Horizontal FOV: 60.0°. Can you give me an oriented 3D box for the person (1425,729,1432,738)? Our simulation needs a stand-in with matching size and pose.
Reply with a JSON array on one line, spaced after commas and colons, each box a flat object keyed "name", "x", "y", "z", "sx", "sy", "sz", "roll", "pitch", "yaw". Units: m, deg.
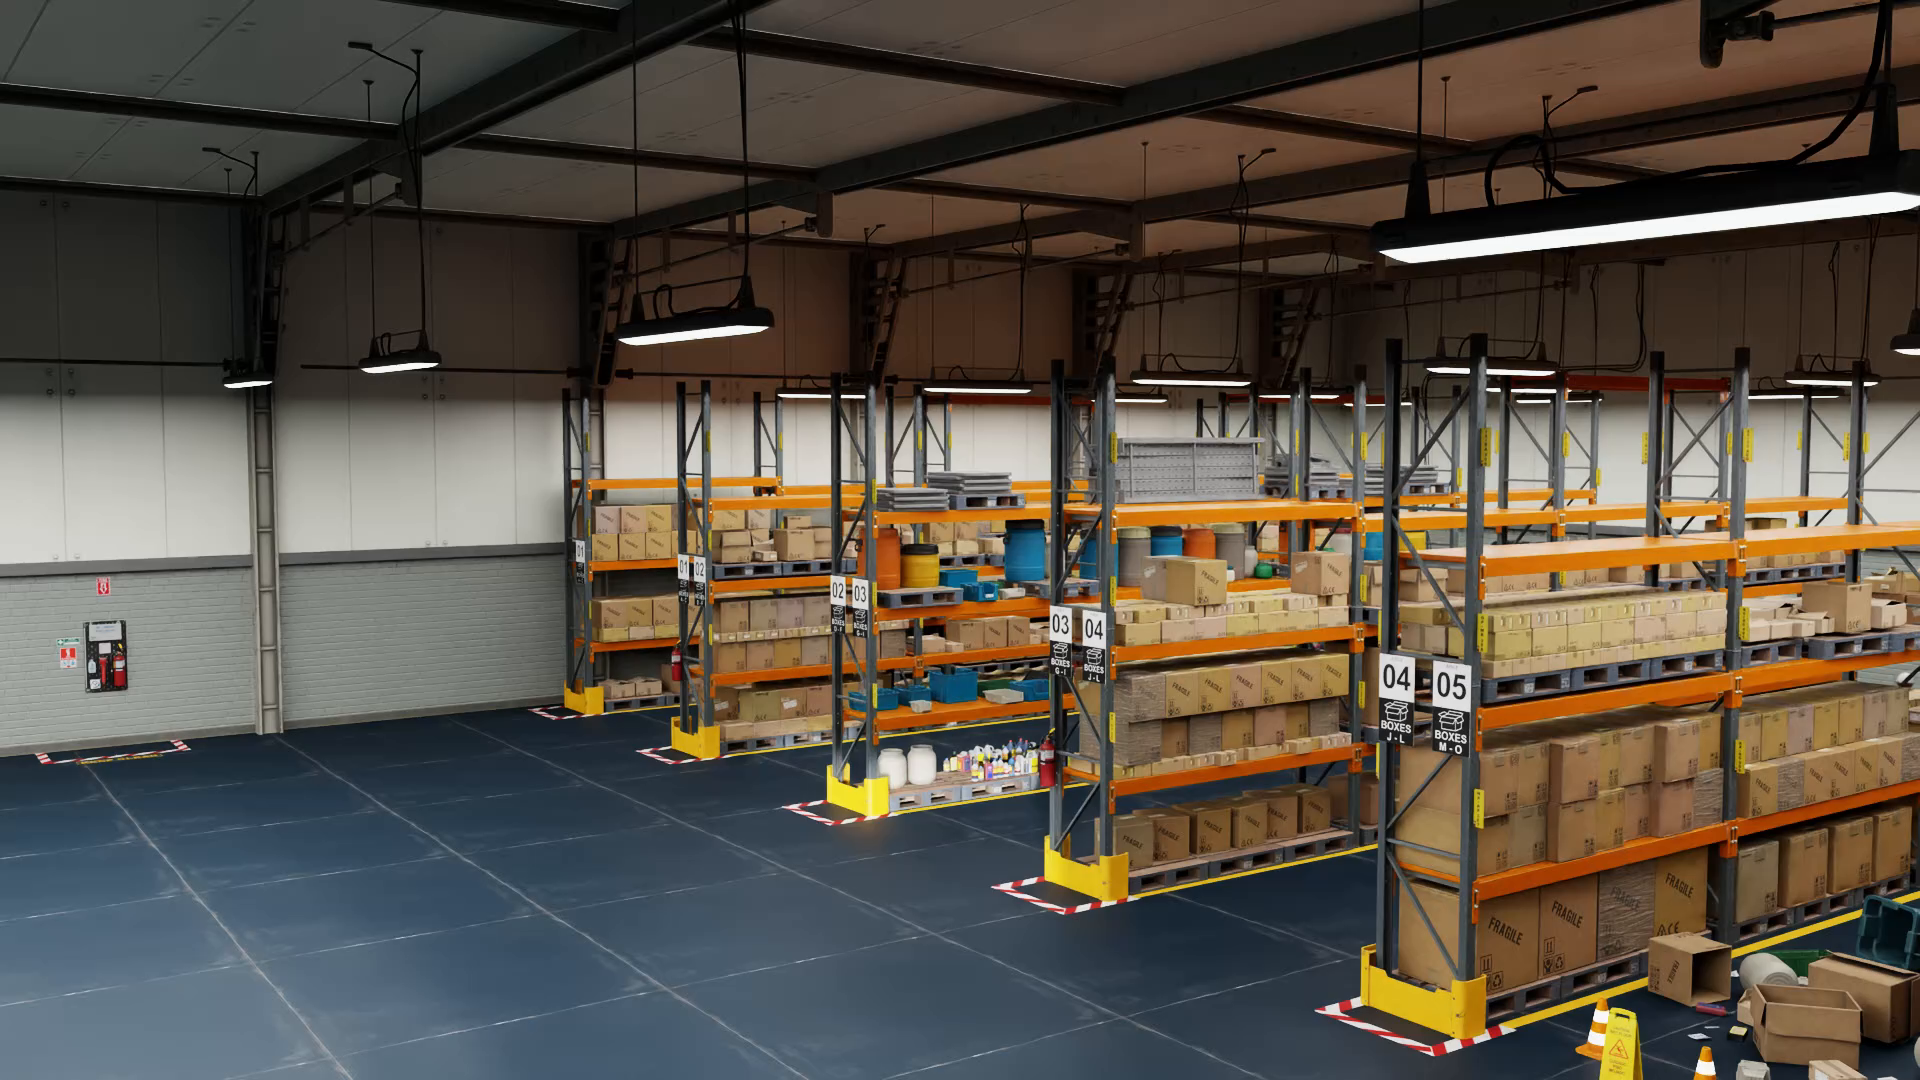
[{"name": "person", "x": 5.835, "y": 3.072, "z": 19.884, "sx": 0.625, "sy": 1.648, "sz": 0.548, "roll": -1, "pitch": 4, "yaw": -21}]

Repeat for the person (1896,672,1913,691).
[{"name": "person", "x": 13.400, "y": 2.766, "z": 23.623, "sx": 0.616, "sy": 1.766, "sz": 0.467, "roll": 1, "pitch": 4, "yaw": 14}]

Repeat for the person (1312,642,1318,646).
[{"name": "person", "x": 7.978, "y": 1.861, "z": 38.397, "sx": 0.621, "sy": 1.653, "sz": 0.920, "roll": -3, "pitch": 5, "yaw": -36}]
